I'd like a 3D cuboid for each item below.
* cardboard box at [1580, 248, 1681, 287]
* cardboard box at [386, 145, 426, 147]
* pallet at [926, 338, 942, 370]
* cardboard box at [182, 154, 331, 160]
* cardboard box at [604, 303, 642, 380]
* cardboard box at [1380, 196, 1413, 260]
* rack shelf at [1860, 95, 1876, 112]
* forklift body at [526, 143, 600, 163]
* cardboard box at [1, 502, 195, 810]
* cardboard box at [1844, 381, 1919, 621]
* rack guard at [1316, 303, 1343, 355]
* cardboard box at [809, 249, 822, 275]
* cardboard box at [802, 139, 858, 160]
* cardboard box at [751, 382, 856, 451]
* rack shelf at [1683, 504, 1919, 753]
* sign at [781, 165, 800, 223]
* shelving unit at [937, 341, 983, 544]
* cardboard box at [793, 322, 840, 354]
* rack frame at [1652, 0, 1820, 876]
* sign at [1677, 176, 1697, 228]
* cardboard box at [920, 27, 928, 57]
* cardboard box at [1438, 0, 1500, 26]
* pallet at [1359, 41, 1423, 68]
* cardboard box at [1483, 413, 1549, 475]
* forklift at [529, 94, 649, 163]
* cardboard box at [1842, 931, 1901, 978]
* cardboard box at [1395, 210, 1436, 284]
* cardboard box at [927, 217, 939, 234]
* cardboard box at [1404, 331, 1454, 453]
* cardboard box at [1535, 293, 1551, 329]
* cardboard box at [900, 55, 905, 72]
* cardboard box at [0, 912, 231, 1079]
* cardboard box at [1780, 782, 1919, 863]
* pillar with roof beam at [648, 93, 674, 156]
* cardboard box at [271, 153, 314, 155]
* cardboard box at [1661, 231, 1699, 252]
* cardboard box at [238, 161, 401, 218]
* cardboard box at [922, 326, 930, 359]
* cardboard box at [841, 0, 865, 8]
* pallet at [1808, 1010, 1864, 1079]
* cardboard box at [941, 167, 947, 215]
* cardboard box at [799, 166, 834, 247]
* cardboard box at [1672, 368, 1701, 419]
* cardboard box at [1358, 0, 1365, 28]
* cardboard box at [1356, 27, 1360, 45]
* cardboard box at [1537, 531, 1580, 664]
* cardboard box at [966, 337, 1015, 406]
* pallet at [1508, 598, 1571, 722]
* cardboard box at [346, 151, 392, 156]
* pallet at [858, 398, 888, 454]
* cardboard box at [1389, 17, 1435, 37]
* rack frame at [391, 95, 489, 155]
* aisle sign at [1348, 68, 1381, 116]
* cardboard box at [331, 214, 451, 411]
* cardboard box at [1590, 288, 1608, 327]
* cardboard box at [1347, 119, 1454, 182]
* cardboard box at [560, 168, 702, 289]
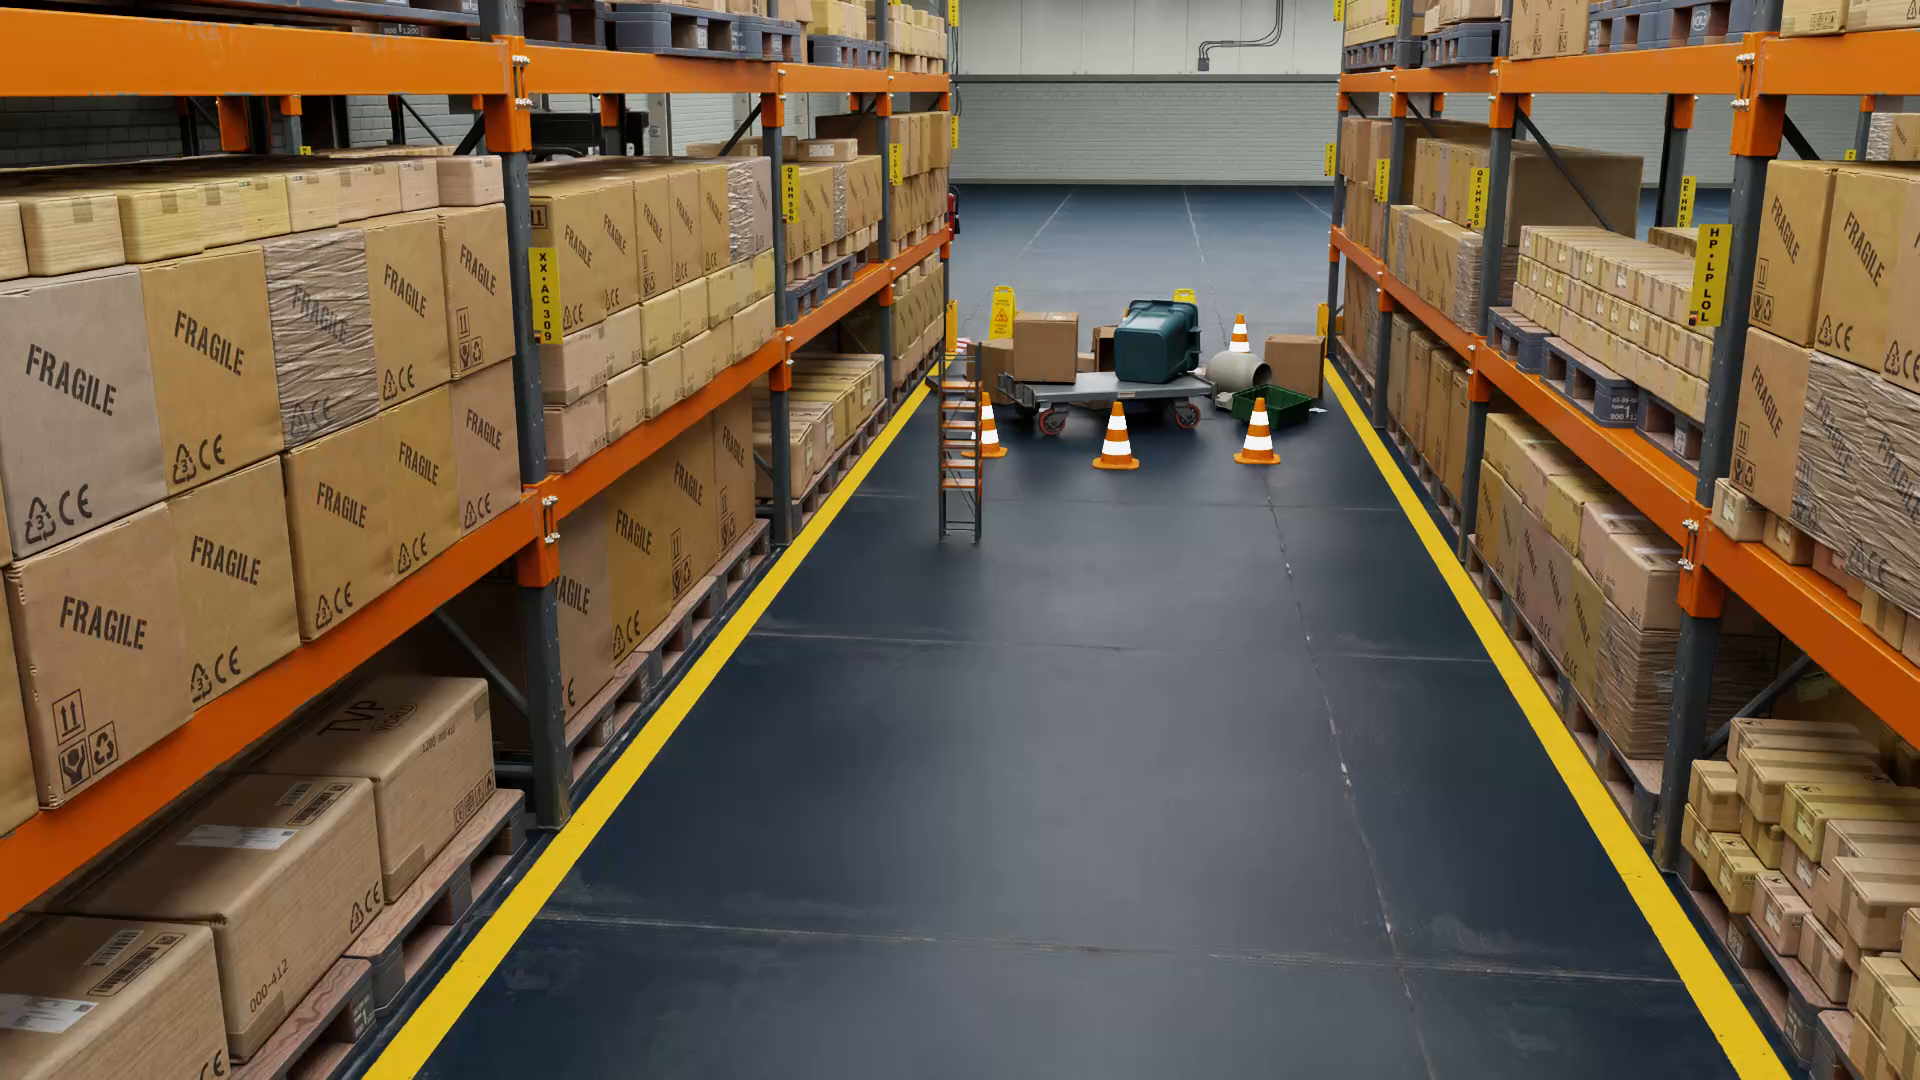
[{"bbox_3d":[3.020,-1.226,7.487,0.380,0.149,0.250,2,15,8],"label":"cardboard box"},{"bbox_3d":[-5.799,-4.076,17.487,0.380,0.149,0.250,1,15,5],"label":"cardboard box"},{"bbox_3d":[-0.751,-1.931,16.901,1.003,0.211,1.213,2,15,6],"label":"pallet"},{"bbox_3d":[-2.264,-1.164,5.372,0.380,0.149,0.250,1,15,5],"label":"cardboard box"},{"bbox_3d":[-1.609,-0.805,6.724,0.500,0.250,0.500,2,15,7],"label":"cardboard box"},{"bbox_3d":[3.892,-2.518,13.442,0.875,0.550,0.550,2,15,6],"label":"cardboard box"},{"bbox_3d":[9.005,-3.797,14.089,1.077,0.370,4.000,2,15,6],"label":"rack shelf"},{"bbox_3d":[-3.950,-2.697,16.015,2.313,2.155,1.214,2,15,6],"label":"forklift body"},{"bbox_3d":[-1.977,0.215,3.428,0.500,0.500,0.500,2,15,6],"label":"cardboard box"},{"bbox_3d":[2.512,-0.088,3.979,0.500,0.500,0.500,1,15,5],"label":"cardboard box"},{"bbox_3d":[4.316,-2.187,17.292,1.175,0.500,0.348,2,15,6],"label":"rack guard"},{"bbox_3d":[-1.104,-1.805,10.768,0.380,0.149,0.250,2,15,7],"label":"cardboard box"},{"bbox_3d":[-0.960,-2.872,12.227,0.380,0.149,0.250,1,15,5],"label":"cardboard box"},{"bbox_3d":[-1.279,-0.901,11.976,0.950,0.372,0.625,2,15,8],"label":"cardboard box"},{"bbox_3d":[2.734,0.591,3.608,1.077,0.370,4.000,2,15,6],"label":"rack shelf"},{"bbox_3d":[-0.967,-1.975,9.503,0.100,0.325,0.005,2,15,6],"label":"sign"},{"bbox_3d":[0.002,-0.583,10.019,0.258,1.200,0.189,2,15,6],"label":"shelving unit"},{"bbox_3d":[-1.267,-1.868,14.351,0.500,0.500,0.500,1,15,5],"label":"cardboard box"},{"bbox_3d":[2.960,-0.275,5.433,1.000,3.000,0.127,2,15,6],"label":"rack frame"},{"bbox_3d":[3.951,-1.820,9.078,0.100,0.325,0.005,2,15,6],"label":"sign"},{"bbox_3d":[-0.572,-4.489,14.989,0.500,0.250,0.500,2,15,7],"label":"cardboard box"},{"bbox_3d":[3.329,-3.519,10.495,0.500,0.500,0.500,2,15,6],"label":"cardboard box"},{"bbox_3d":[4.105,-4.283,14.676,1.003,0.211,1.213,2,15,6],"label":"pallet"},{"bbox_3d":[3.093,-0.499,8.808,0.500,0.250,0.500,1,15,4],"label":"cardboard box"},{"bbox_3d":[-2.893,-2.182,12.617,1.130,2.935,3.031,-2,15,-6],"label":"forklift"},{"bbox_3d":[2.582,1.113,4.388,0.380,0.149,0.250,2,15,9],"label":"cardboard box"},{"bbox_3d":[3.479,-2.139,12.133,0.500,0.500,0.500,2,15,7],"label":"cardboard box"},{"bbox_3d":[-0.413,-3.080,16.287,0.380,0.149,0.250,2,15,7],"label":"cardboard box"},{"bbox_3d":[3.769,-1.053,11.815,1.050,0.750,0.750,2,15,6],"label":"cardboard box"},{"bbox_3d":[3.100,-1.144,8.324,0.380,0.149,0.250,2,15,9],"label":"cardboard box"},{"bbox_3d":[-0.676,-4.136,14.447,0.380,0.149,0.250,1,15,5],"label":"cardboard box"},{"bbox_3d":[-2.351,1.265,3.840,0.875,0.438,0.875,2,15,8],"label":"cardboard box"},{"bbox_3d":[2.645,0.831,4.859,0.380,0.149,0.250,1,15,5],"label":"cardboard box"},{"bbox_3d":[-0.891,-9.380,27.610,9.100,9.000,0.400,2,15,6],"label":"pillar with roof beam"},{"bbox_3d":[-6.163,-3.478,15.273,0.380,0.149,0.250,1,15,5],"label":"cardboard box"},{"bbox_3d":[3.781,-1.475,8.409,0.380,0.149,0.250,2,15,6],"label":"cardboard box"},{"bbox_3d":[-1.864,-1.020,4.837,0.380,0.149,0.250,2,15,6],"label":"cardboard box"},{"bbox_3d":[-0.560,-1.895,15.886,0.500,0.250,0.500,1,15,4],"label":"cardboard box"},{"bbox_3d":[-1.006,-4.135,12.486,0.500,0.250,0.500,2,15,8],"label":"cardboard box"},{"bbox_3d":[2.784,1.564,3.975,1.003,0.211,1.213,2,15,6],"label":"pallet"},{"bbox_3d":[-0.404,-3.550,16.782,0.500,0.500,0.500,1,15,5],"label":"cardboard box"},{"bbox_3d":[-1.133,-2.210,11.022,0.500,0.500,0.500,2,15,7],"label":"cardboard box"},{"bbox_3d":[2.836,-0.533,6.062,0.380,0.149,0.250,2,15,7],"label":"cardboard box"},{"bbox_3d":[3.892,-4.777,15.058,0.500,0.250,0.500,2,15,6],"label":"cardboard box"},{"bbox_3d":[3.843,-4.624,15.253,0.380,0.149,0.250,2,15,6],"label":"cardboard box"},{"bbox_3d":[2.913,0.264,7.425,0.500,0.500,0.500,1,15,5],"label":"cardboard box"},{"bbox_3d":[0.406,-1.502,14.754,0.500,0.500,0.500,-14,20,-42],"label":"cardboard box"},{"bbox_3d":[3.181,0.552,7.717,1.003,0.211,1.213,2,15,6],"label":"pallet"},{"bbox_3d":[-5.592,-3.595,15.707,0.380,0.149,0.250,2,15,6],"label":"cardboard box"},{"bbox_3d":[-1.154,-0.921,13.165,1.003,0.211,1.213,2,15,6],"label":"pallet"},{"bbox_3d":[3.586,-4.032,13.064,0.380,0.149,0.250,2,15,6],"label":"cardboard box"},{"bbox_3d":[-5.548,-3.652,17.922,1.000,3.000,0.127,2,15,6],"label":"rack frame"},{"bbox_3d":[4.024,-4.669,16.704,0.394,0.787,0.004,2,15,6],"label":"aisle sign"},{"bbox_3d":[-1.814,-0.664,4.763,0.500,0.500,0.500,1,15,5],"label":"cardboard box"},{"bbox_3d":[2.987,-1.014,7.272,0.380,0.149,0.250,2,15,8],"label":"cardboard box"},{"bbox_3d":[4.065,-3.599,15.370,0.875,0.550,0.550,2,15,6],"label":"cardboard box"},{"bbox_3d":[-1.494,-1.428,7.590,0.500,0.500,0.500,1,15,5],"label":"cardboard box"}]
